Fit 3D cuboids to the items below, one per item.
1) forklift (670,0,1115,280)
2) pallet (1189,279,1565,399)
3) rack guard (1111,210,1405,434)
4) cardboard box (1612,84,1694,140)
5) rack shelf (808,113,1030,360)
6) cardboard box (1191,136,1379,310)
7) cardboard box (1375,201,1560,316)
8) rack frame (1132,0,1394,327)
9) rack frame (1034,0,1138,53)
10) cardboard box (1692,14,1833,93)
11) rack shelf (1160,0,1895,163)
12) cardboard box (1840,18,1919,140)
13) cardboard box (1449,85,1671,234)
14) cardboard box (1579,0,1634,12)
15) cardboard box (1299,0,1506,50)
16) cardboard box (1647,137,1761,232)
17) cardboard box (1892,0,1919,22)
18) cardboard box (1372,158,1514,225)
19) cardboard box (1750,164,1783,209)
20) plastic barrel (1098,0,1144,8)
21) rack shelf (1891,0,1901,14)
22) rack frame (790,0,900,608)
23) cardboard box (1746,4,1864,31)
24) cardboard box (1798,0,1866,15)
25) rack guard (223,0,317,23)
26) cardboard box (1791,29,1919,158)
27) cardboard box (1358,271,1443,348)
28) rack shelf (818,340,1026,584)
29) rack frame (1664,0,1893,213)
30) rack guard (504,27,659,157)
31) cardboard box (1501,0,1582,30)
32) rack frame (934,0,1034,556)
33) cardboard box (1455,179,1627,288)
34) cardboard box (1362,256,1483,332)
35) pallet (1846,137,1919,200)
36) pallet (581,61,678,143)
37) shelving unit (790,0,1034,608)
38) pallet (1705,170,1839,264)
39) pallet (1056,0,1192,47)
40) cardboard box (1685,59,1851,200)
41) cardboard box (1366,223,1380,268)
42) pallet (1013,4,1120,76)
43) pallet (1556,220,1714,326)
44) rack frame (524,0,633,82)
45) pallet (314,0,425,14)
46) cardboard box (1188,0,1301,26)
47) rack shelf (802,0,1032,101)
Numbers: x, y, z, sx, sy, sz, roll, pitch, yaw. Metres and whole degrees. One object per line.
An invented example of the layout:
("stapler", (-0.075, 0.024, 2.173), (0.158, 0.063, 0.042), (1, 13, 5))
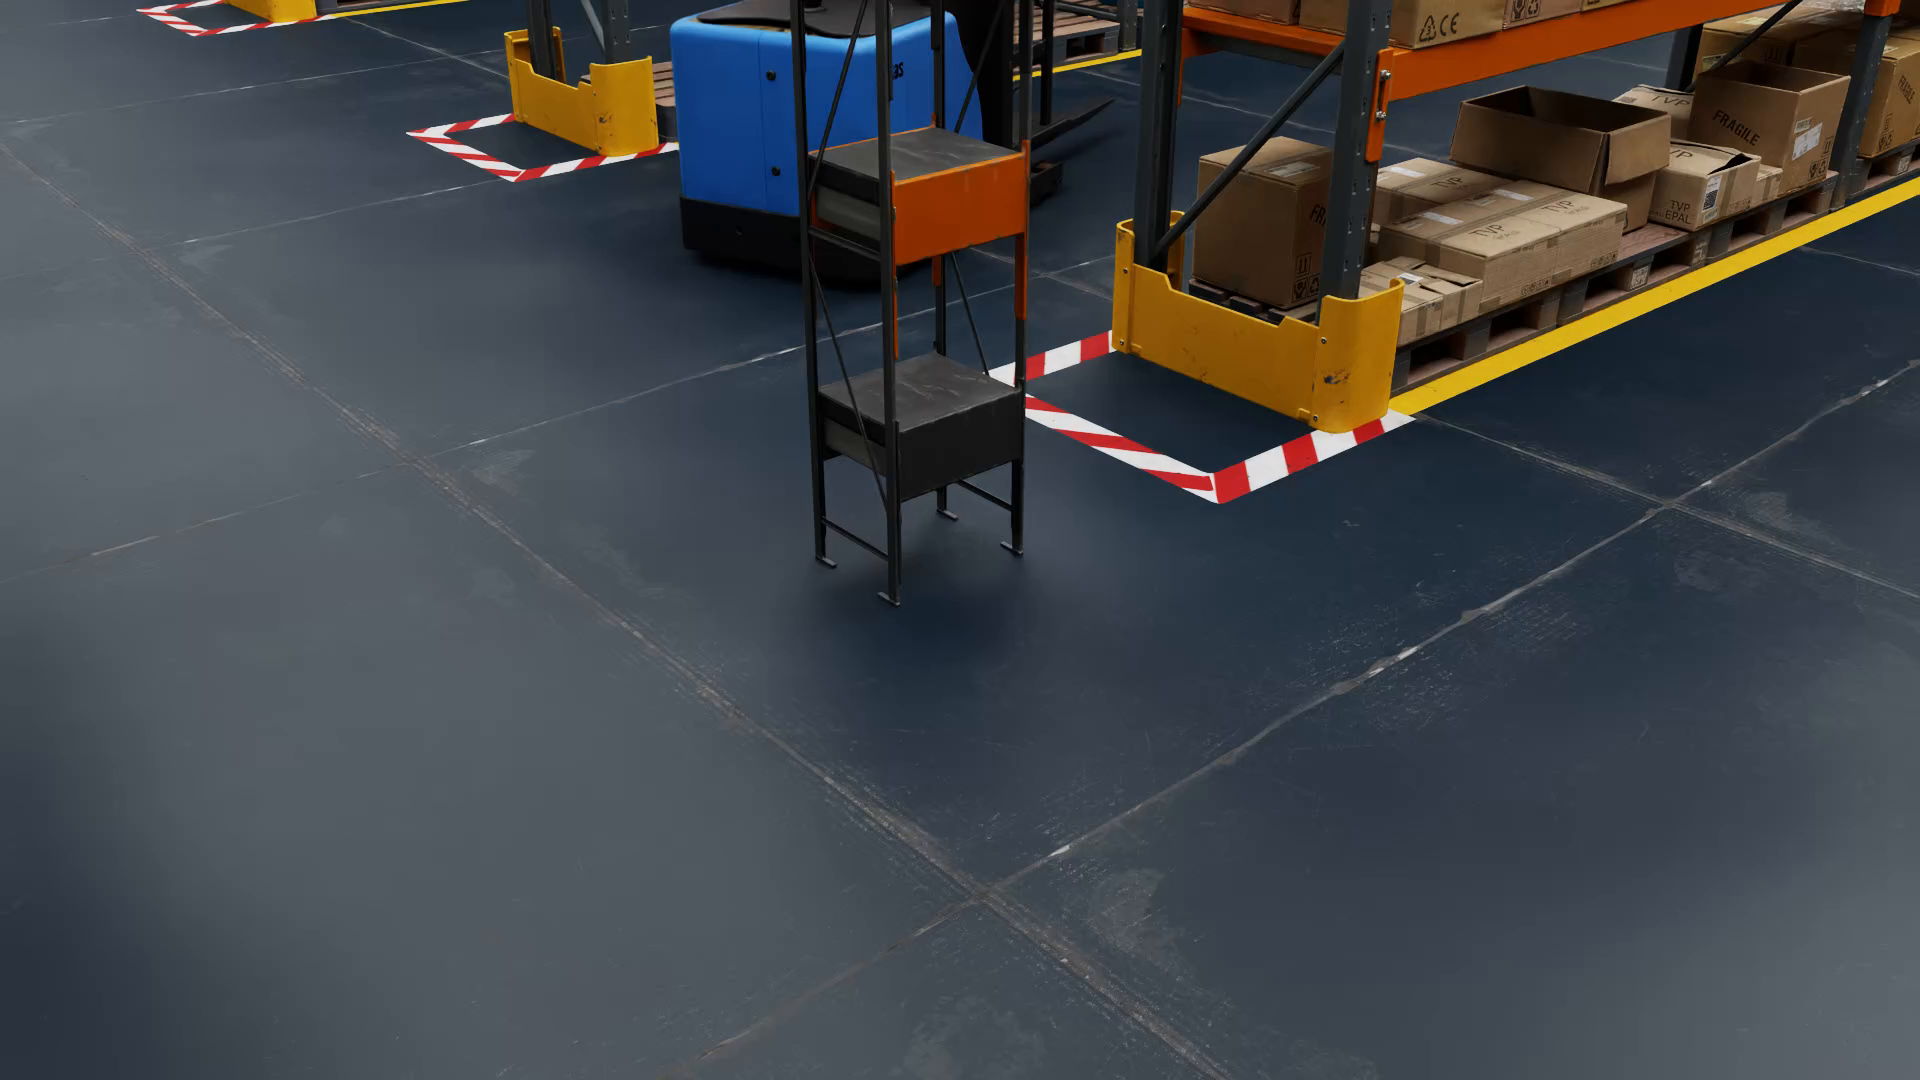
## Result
("forklift", (-0.126, -3.079, 7.902), (1.130, 2.935, 3.031), (14, 31, 25))
("pallet", (1.701, -0.968, 6.837), (1.213, 0.211, 1.003), (-22, 35, -35))
("rack guard", (1.095, -0.851, 6.312), (0.348, 0.500, 1.175), (-22, 35, -35))
("cardboard box", (3.620, -2.111, 8.404), (0.500, 0.311, 0.500), (-22, 35, -35))
("rack shelf", (-0.126, -0.863, 4.667), (0.480, 0.518, 0.431), (-22, 35, -35))
("cardboard box", (1.291, -1.276, 6.641), (0.500, 0.500, 0.500), (-22, 35, -35))
("cardboard box", (2.015, -1.129, 6.631), (0.500, 0.250, 0.500), (-22, 35, -35))
("rack frame", (1.037, -1.930, 5.679), (0.127, 3.000, 1.000), (-22, 35, -35))
("rack frame", (0.868, -4.931, 11.294), (0.127, 3.000, 1.000), (-22, 35, -35))
("cardboard box", (4.269, -2.499, 8.929), (0.500, 0.500, 0.500), (-22, 35, -35))
("rack shelf", (2.558, -2.225, 6.993), (4.000, 0.370, 1.077), (-22, 35, -35))
("cardboard box", (5.005, -2.473, 8.880), (0.500, 0.500, 0.500), (-21, 35, -34))
("cardboard box", (2.654, -1.670, 7.375), (0.637, 0.503, 0.797), (-22, 35, -35))
("cardboard box", (2.318, -2.328, 6.317), (0.500, 0.500, 0.500), (-22, 35, -35))
("cardboard box", (1.546, -2.015, 5.733), (0.500, 0.500, 0.500), (-21, 35, -34))
("cardboard box", (3.260, -1.656, 7.553), (0.500, 0.311, 0.500), (-22, 35, -35))
("cardboard box", (5.367, -2.943, 8.963), (0.500, 0.250, 0.500), (-22, 35, -35))
("cardboard box", (2.033, -1.446, 7.224), (0.500, 0.250, 0.500), (-22, 35, -35))
("cardboard box", (3.584, -1.678, 7.766), (0.250, 0.149, 0.380), (-22, 35, -35))
("plastic barrel", (1.293, -4.351, 11.990), (0.708, 0.901, 0.600), (-22, 35, -35))
("rack shelf", (5.601, -3.448, 9.283), (4.000, 0.370, 1.077), (-22, 35, -35))
("rack frame", (-0.312, -0.801, 4.521), (0.015, 2.100, 0.400), (-22, 35, -35))
("cardboard box", (4.651, -2.647, 9.206), (0.500, 0.500, 0.500), (-22, 35, -35))
("cardboard box", (5.033, -2.800, 9.493), (0.500, 0.500, 0.500), (-21, 35, -34))
("rack guard", (-5.408, -4.373, 12.903), (0.348, 0.500, 1.175), (-22, 35, -35))
("cardboard box", (4.606, -2.306, 8.568), (0.500, 0.500, 0.500), (-24, 36, -37))
("cardboard box", (1.579, -0.872, 6.256), (0.250, 0.149, 0.380), (-22, 35, -35))
("rack shelf", (-0.126, -0.246, 4.997), (0.480, 0.518, 0.431), (-22, 35, -35))
("rack frame", (4.080, -3.154, 7.969), (0.127, 3.000, 1.000), (-22, 35, -35))
("rack guard", (-2.185, -2.593, 9.571), (0.348, 0.500, 1.175), (-22, 35, -35))
("cardboard box", (1.935, -2.175, 6.031), (0.500, 0.500, 0.500), (-22, 35, -35))
("rack frame", (0.060, -0.950, 4.800), (0.015, 2.100, 0.400), (-22, 35, -35))
("cardboard box", (2.395, -1.282, 6.917), (0.500, 0.250, 0.500), (-22, 35, -35))
("cardboard box", (1.769, -0.956, 6.395), (0.250, 0.166, 0.380), (-22, 35, -35))
("pallet", (4.674, -2.186, 9.117), (1.213, 0.211, 1.003), (-22, 35, -35))
("pallet", (-1.523, -2.716, 10.108), (1.213, 0.211, 1.003), (-22, 35, -35))
("shelving unit", (-0.126, -0.875, 4.660), (0.503, 2.100, 0.431), (-22, 35, -35))
("pallet", (3.557, -1.714, 8.234), (1.213, 0.211, 1.003), (-22, 35, -35))
("pallet", (1.482, -3.922, 12.365), (1.213, 0.211, 1.003), (-22, 35, -35))
("cardboard box", (3.831, -1.969, 7.938), (0.500, 0.500, 0.500), (-22, 35, -35))
("cardboard box", (1.657, -1.221, 6.891), (0.250, 0.166, 0.380), (-22, 35, -35))
("pallet", (0.334, -3.462, 11.505), (1.213, 0.211, 1.003), (-22, 35, -35))
("pallet", (2.628, -1.339, 7.532), (1.213, 0.211, 1.003), (-22, 35, -35))
("rack frame", (-2.175, -3.707, 9.005), (0.127, 3.000, 1.000), (-22, 35, -35))
("pallet", (-4.832, -4.526, 13.495), (1.213, 0.211, 1.003), (-22, 35, -35))
("cardboard box", (1.201, -2.209, 6.094), (0.500, 0.500, 0.500), (-21, 34, -33))
("rack shelf", (-0.126, -1.481, 4.337), (0.480, 0.518, 0.431), (-22, 35, -35))
